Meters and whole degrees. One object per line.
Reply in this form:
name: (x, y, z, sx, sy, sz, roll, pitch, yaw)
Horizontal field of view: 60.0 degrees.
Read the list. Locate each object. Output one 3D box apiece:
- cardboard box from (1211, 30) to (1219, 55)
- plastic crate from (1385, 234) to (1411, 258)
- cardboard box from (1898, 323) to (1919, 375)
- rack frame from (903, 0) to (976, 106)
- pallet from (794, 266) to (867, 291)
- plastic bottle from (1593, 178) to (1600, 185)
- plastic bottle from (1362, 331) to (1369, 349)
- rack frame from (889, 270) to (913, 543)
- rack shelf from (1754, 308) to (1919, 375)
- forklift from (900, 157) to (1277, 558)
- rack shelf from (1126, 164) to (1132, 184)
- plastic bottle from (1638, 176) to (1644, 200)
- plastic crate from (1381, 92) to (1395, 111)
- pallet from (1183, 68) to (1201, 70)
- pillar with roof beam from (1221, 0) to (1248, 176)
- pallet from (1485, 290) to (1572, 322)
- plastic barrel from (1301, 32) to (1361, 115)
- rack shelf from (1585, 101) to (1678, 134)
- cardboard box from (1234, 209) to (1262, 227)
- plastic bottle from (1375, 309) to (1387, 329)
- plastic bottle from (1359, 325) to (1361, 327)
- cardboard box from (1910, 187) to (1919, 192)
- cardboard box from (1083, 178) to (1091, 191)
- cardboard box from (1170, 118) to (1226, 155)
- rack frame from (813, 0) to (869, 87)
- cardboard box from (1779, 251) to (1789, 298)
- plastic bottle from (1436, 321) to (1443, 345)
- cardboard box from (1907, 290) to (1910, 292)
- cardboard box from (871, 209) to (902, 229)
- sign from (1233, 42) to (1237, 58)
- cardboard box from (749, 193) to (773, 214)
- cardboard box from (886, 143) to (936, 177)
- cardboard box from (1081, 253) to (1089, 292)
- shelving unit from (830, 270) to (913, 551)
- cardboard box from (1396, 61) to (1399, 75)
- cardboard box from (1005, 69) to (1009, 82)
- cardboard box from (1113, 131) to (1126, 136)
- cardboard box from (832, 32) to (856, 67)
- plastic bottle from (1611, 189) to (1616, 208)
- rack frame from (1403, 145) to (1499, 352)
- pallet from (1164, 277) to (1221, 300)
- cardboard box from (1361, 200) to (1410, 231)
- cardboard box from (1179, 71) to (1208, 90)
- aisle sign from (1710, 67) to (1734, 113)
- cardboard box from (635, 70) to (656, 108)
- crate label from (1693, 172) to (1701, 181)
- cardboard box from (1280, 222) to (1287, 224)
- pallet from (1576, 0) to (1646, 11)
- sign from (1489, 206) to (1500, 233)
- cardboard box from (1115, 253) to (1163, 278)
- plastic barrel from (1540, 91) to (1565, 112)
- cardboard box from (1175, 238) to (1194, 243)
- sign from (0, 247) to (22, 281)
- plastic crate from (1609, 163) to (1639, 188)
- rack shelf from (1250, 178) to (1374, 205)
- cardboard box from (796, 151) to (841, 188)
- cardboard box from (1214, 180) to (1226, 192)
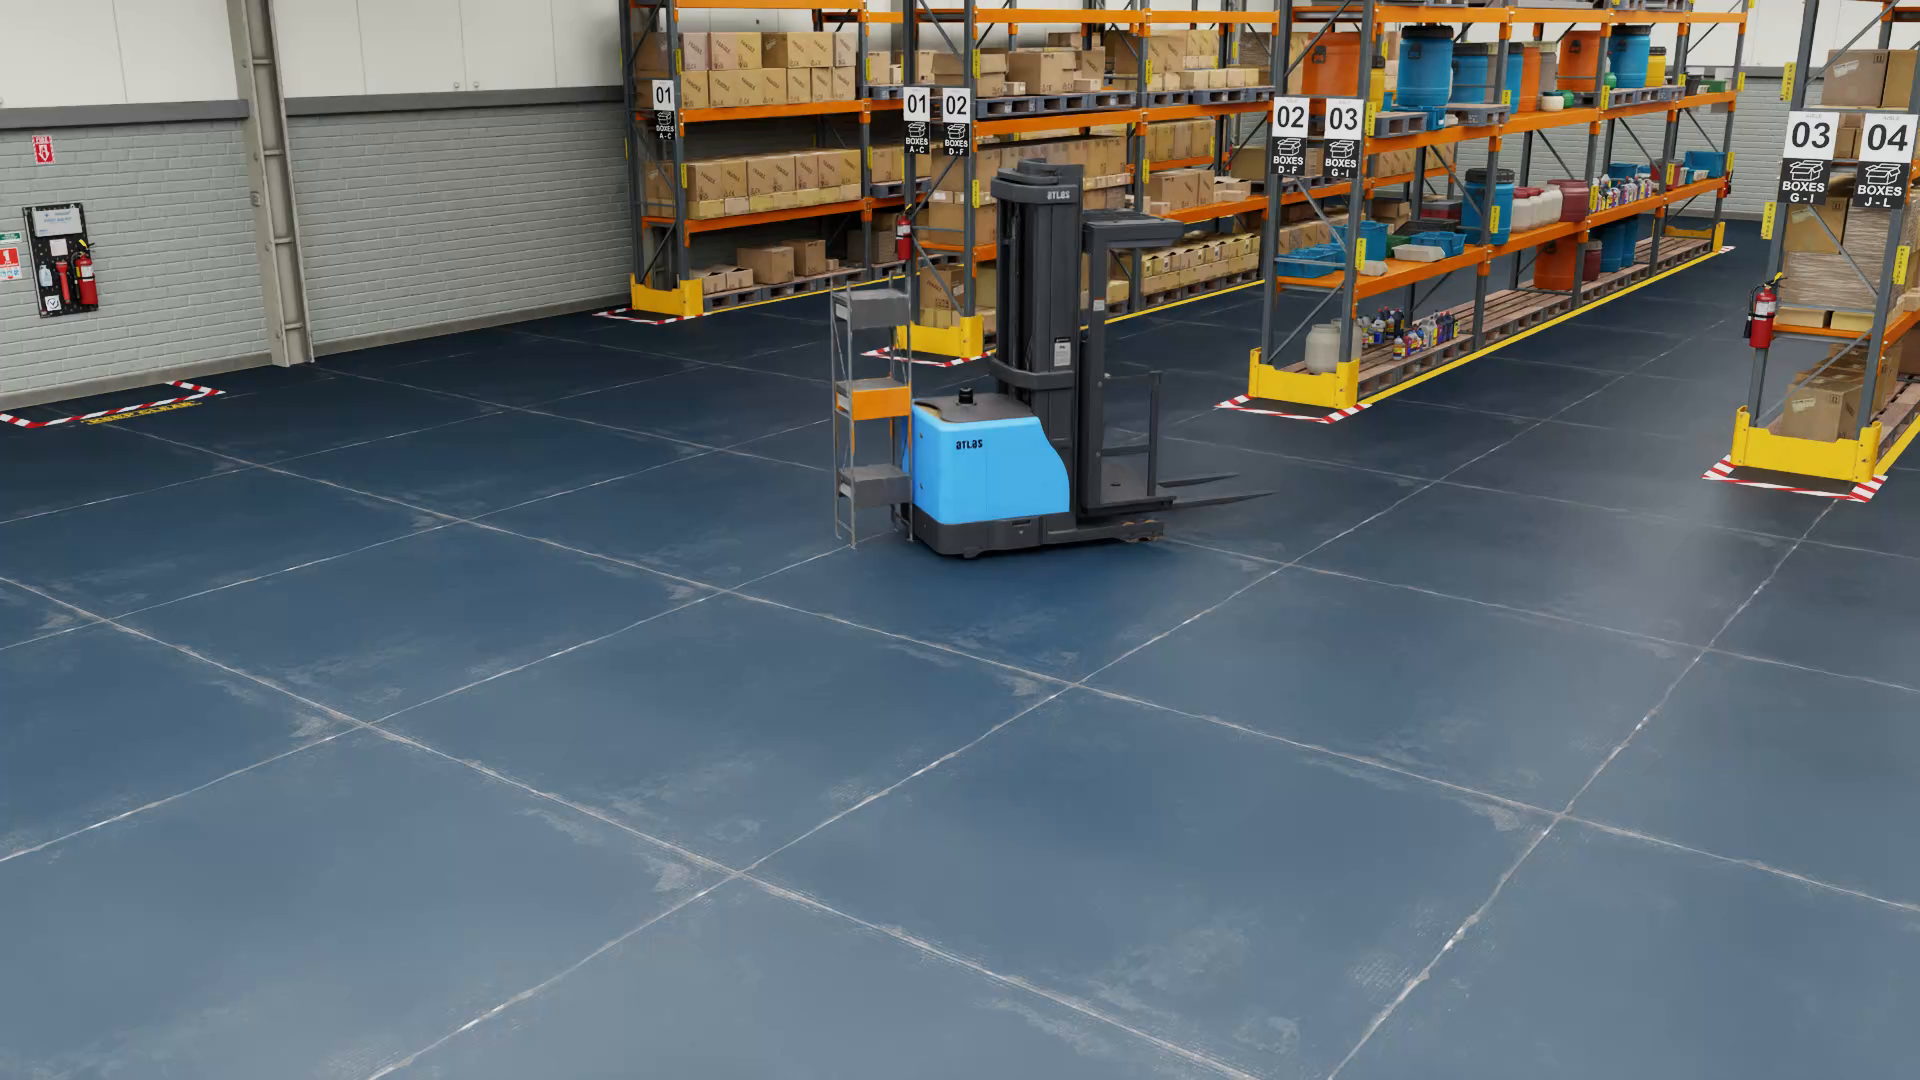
cardboard box: (5.086, -10.244, 34.228, 0.500, 0.500, 0.500, 12, 21, 35)
plastic crate: (5.074, -3.516, 19.866, 0.450, 0.188, 0.662, 12, 21, 35)
cardboard box: (10.470, -2.174, 18.661, 0.700, 0.500, 0.500, 11, 20, 31)
rack frame: (-0.250, -6.679, 19.579, 1.000, 3.000, 0.127, 12, 21, 35)
pallet: (-2.219, -4.143, 26.230, 1.003, 0.211, 1.213, 12, 21, 35)
plastic bottle: (10.076, -5.607, 26.450, 0.152, 0.276, 0.135, 12, 21, 35)
plastic bottle: (4.834, -2.397, 19.882, 0.097, 0.201, 0.097, 0, 17, 0)
rack frame: (-0.460, -1.034, 13.031, 0.015, 2.100, 0.400, -8, 19, -23)
rack shelf: (8.895, -2.196, 16.469, 1.077, 0.370, 4.000, 12, 21, 35)
forklift: (1.090, -1.514, 13.176, 3.031, 2.935, 1.130, -6, 18, -20)
rack shelf: (1.728, -6.727, 31.061, 1.077, 0.370, 4.000, 12, 21, 35)
plastic bottle: (10.591, -5.496, 25.967, 0.144, 0.351, 0.185, 12, 21, 35)
plastic crate: (4.620, -4.870, 18.838, 0.392, 0.384, 0.575, 12, 21, 35)
pallet: (4.143, -9.419, 33.610, 1.003, 0.211, 1.213, 12, 21, 35)
pillar with roof beam: (9.674, -11.400, 34.780, 9.100, 9.000, 0.400, 12, 21, 35)
pallet: (8.000, -3.334, 23.624, 1.003, 0.211, 1.213, 12, 21, 35)
plastic barrel: (3.913, -4.914, 17.521, 0.600, 0.830, 0.708, 12, 21, 35)
rack shelf: (9.684, -6.409, 24.978, 1.077, 0.370, 4.000, 12, 21, 35)
cardboard box: (4.916, -5.372, 27.695, 0.500, 0.250, 0.500, 13, 22, 37)
plastic bottle: (5.183, -2.672, 20.515, 0.144, 0.351, 0.185, 11, 21, 32)
plastic bottle: (4.726, -2.402, 19.760, 0.061, 0.283, 0.133, 12, 21, 35)
cardboard box: (8.851, -3.050, 15.652, 0.500, 0.500, 0.500, 12, 21, 35)
cardboard box: (1.536, -4.780, 22.315, 0.380, 0.149, 0.250, 12, 21, 34)
cardboard box: (5.007, -8.520, 35.115, 0.980, 0.700, 0.700, 14, 22, 37)
rack frame: (-1.847, -8.506, 25.462, 1.000, 3.000, 0.127, 12, 21, 35)
cardboard box: (8.255, -2.519, 15.628, 0.875, 0.500, 0.500, 12, 21, 35)
plastic bottle: (5.779, -2.507, 20.099, 0.061, 0.283, 0.133, 14, 22, 38)
cardboard box: (9.079, -2.392, 16.311, 0.380, 0.149, 0.250, 12, 21, 35)
cardboard box: (-1.162, -5.300, 27.460, 0.500, 0.250, 0.500, 12, 21, 34)
sign: (5.730, -10.218, 34.672, 0.100, 0.325, 0.005, 12, 21, 35)
cardboard box: (-3.079, -4.933, 24.291, 0.500, 0.250, 0.500, 12, 21, 34)
cardboard box: (-0.811, -6.309, 27.590, 0.700, 0.500, 0.500, 16, 24, 42)
cardboard box: (1.430, -3.627, 22.528, 0.500, 0.500, 0.500, 12, 21, 35)
shelving unit: (-0.683, -1.004, 12.936, 0.503, 2.100, 0.431, -8, 19, -23)
cardboard box: (7.686, -8.463, 29.791, 0.500, 0.250, 0.500, 12, 21, 35)
cardboard box: (0.556, -5.925, 21.413, 0.500, 0.311, 0.500, 16, 23, 41)
cardboard box: (2.847, -7.592, 31.929, 0.500, 0.500, 0.500, 12, 21, 34)
cardboard box: (-1.928, -7.441, 25.203, 0.500, 0.500, 0.500, 10, 20, 30)
plastic bottle: (9.735, -5.101, 24.808, 0.061, 0.283, 0.133, 12, 21, 35)
rack frame: (6.109, -3.891, 20.715, 1.000, 3.000, 0.127, 12, 21, 35)
pallet: (3.267, -3.909, 25.477, 1.003, 0.211, 1.213, 12, 21, 35)
cardboard box: (8.015, -6.139, 31.421, 0.797, 0.503, 0.637, 12, 21, 35)
cardboard box: (3.322, -6.773, 24.483, 0.500, 0.250, 0.500, 10, 20, 30)
aisle sign: (13.537, -7.956, 29.421, 0.394, 0.787, 0.004, 12, 21, 35)
cardboard box: (-4.185, -6.323, 23.286, 0.500, 0.500, 0.500, 14, 22, 39)
crate label: (12.588, -6.288, 28.779, 0.396, 0.136, 0.243, 12, 21, 35)
cardboard box: (5.194, -5.123, 28.157, 0.500, 0.500, 0.500, 12, 21, 33)
pallet: (8.947, -7.594, 23.516, 1.213, 0.211, 1.003, 12, 21, 35)
sign: (6.544, -3.923, 20.352, 0.100, 0.325, 0.005, 12, 21, 35)
cardboard box: (2.580, -3.977, 23.974, 0.500, 0.311, 0.500, 13, 21, 35)
plastic barrel: (7.922, -5.866, 22.250, 0.301, 0.262, 0.301, 0, 17, 0)
cardboard box: (3.357, -4.554, 25.834, 0.500, 0.311, 0.500, 12, 21, 33)
sign: (-9.998, -2.901, 17.467, 0.001, 0.329, 0.234, 12, 21, 35)
plastic crate: (10.880, -5.989, 27.396, 0.392, 0.384, 0.575, 12, 21, 35)
rack shelf: (5.708, -5.852, 28.245, 1.077, 0.370, 4.000, 12, 21, 35)
cardboard box: (-2.173, -5.650, 25.336, 0.500, 0.500, 0.500, 12, 21, 34)
cardboard box: (3.828, -5.498, 26.042, 0.500, 0.311, 0.500, 12, 21, 34)
